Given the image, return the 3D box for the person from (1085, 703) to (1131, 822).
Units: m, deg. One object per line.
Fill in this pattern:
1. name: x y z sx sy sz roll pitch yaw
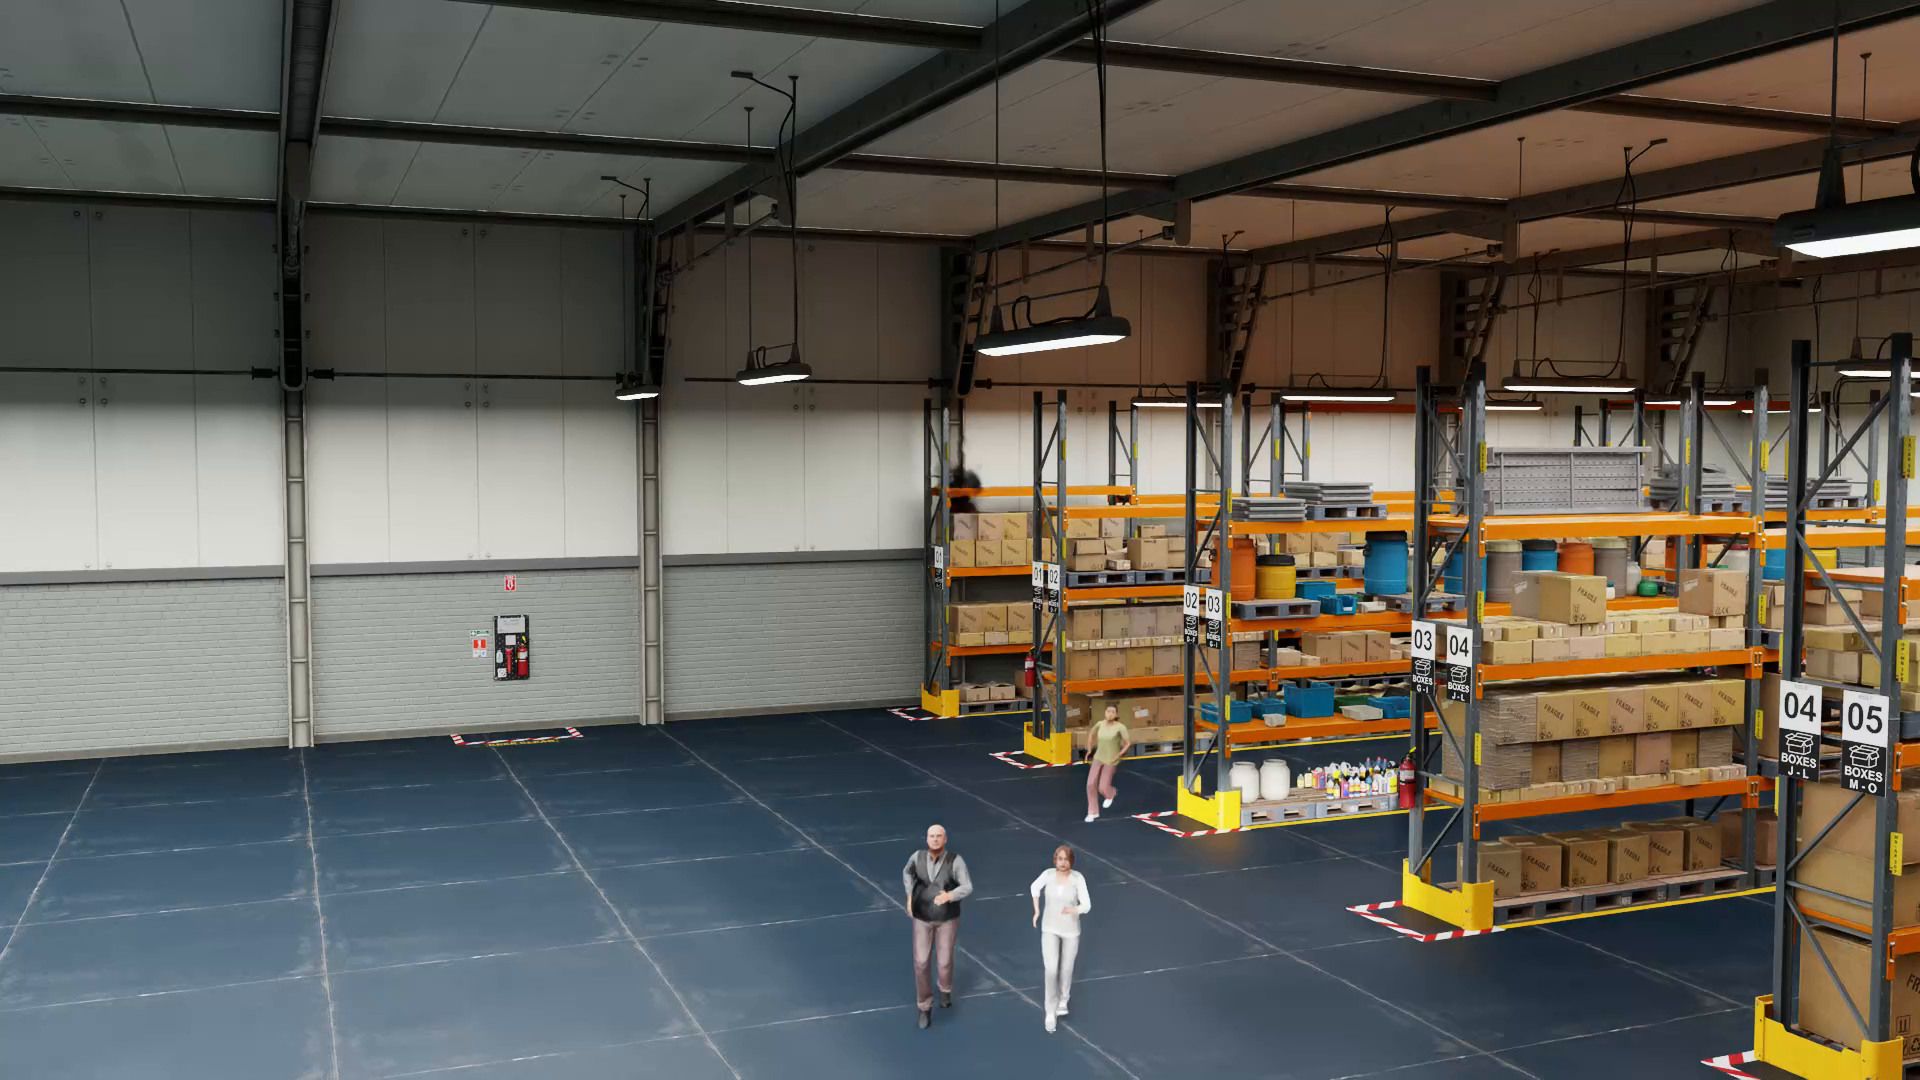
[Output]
1. person: 2.037 3.028 22.793 0.615 1.625 0.662 2 4 28

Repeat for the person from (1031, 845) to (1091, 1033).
1. person: 0.891 3.495 14.703 0.515 1.621 0.663 0 3 2

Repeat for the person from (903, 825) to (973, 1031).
1. person: -0.210 3.429 14.906 0.661 1.770 0.720 0 3 6
